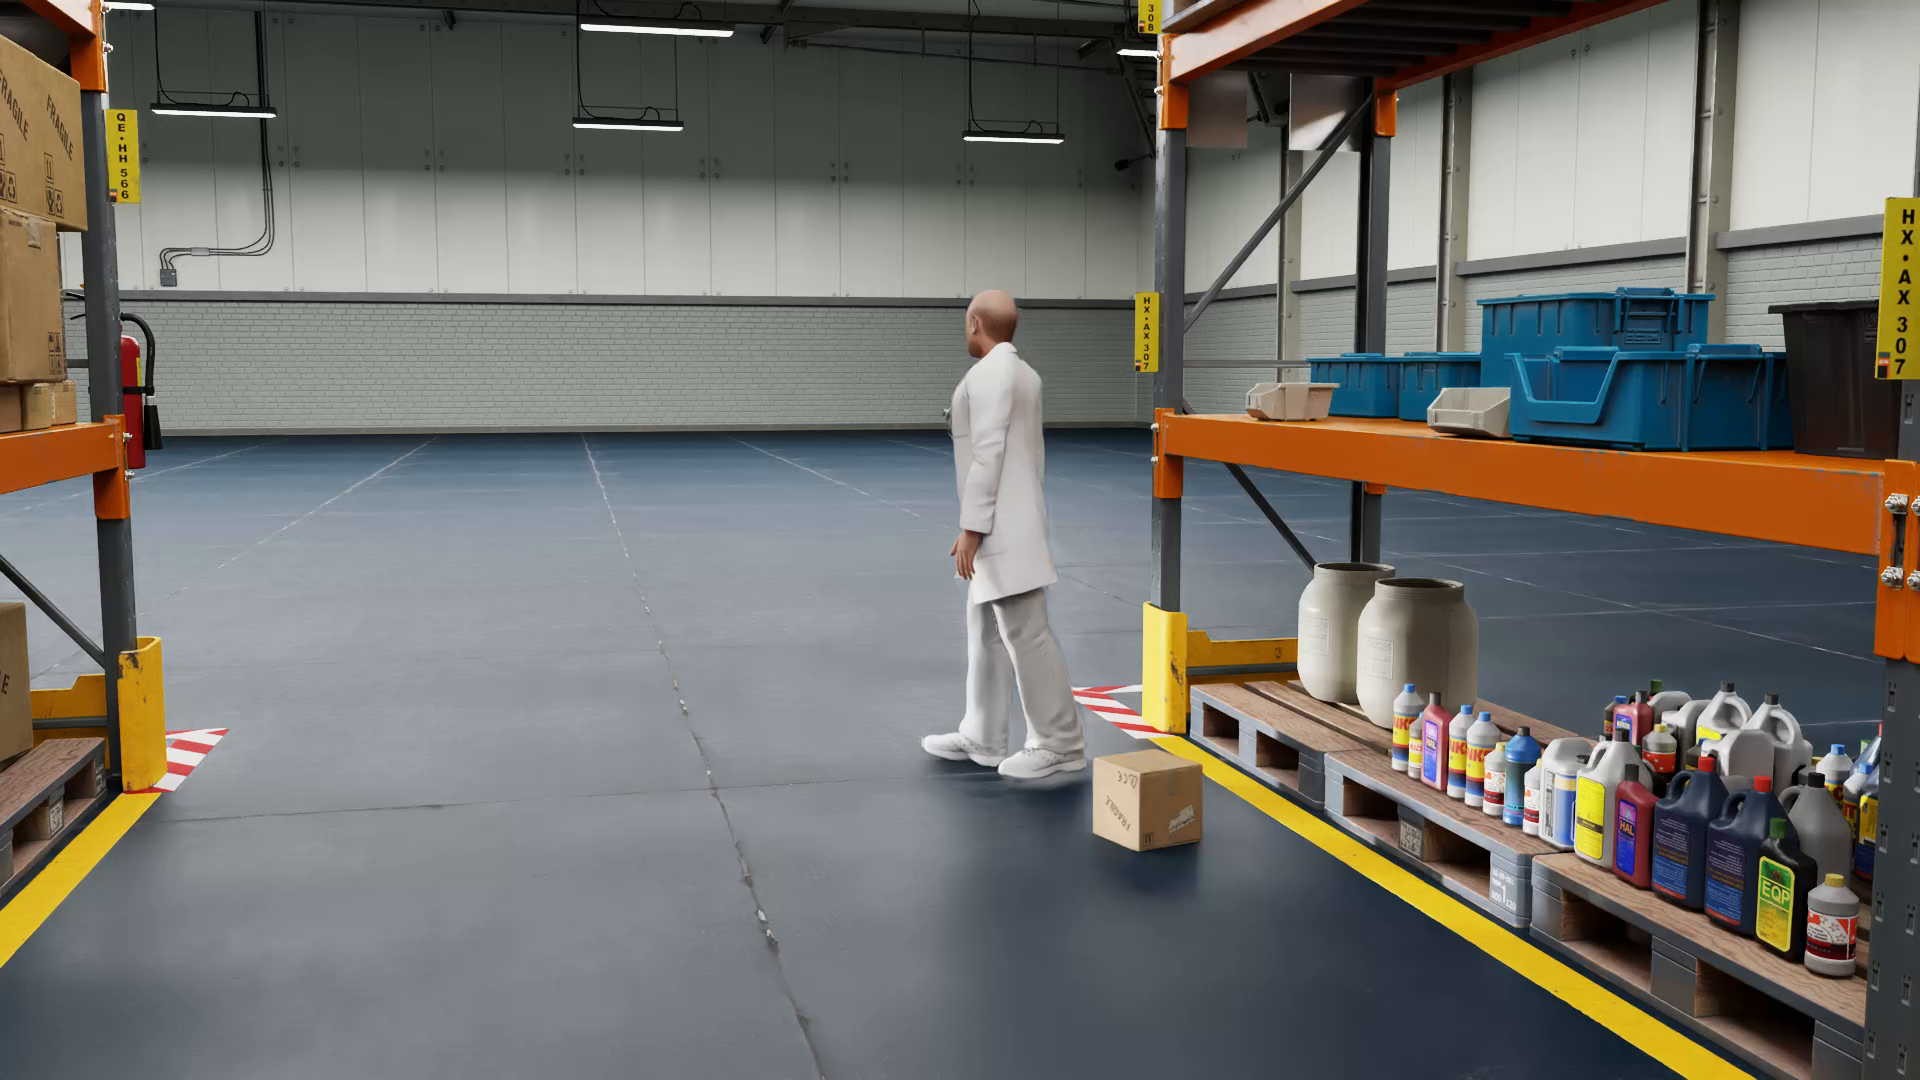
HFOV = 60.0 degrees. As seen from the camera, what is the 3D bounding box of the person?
[{"bbox_3d":[0.155,-0.027,6.118,0.676,1.778,0.612,1,6,13],"label":"person"}]
